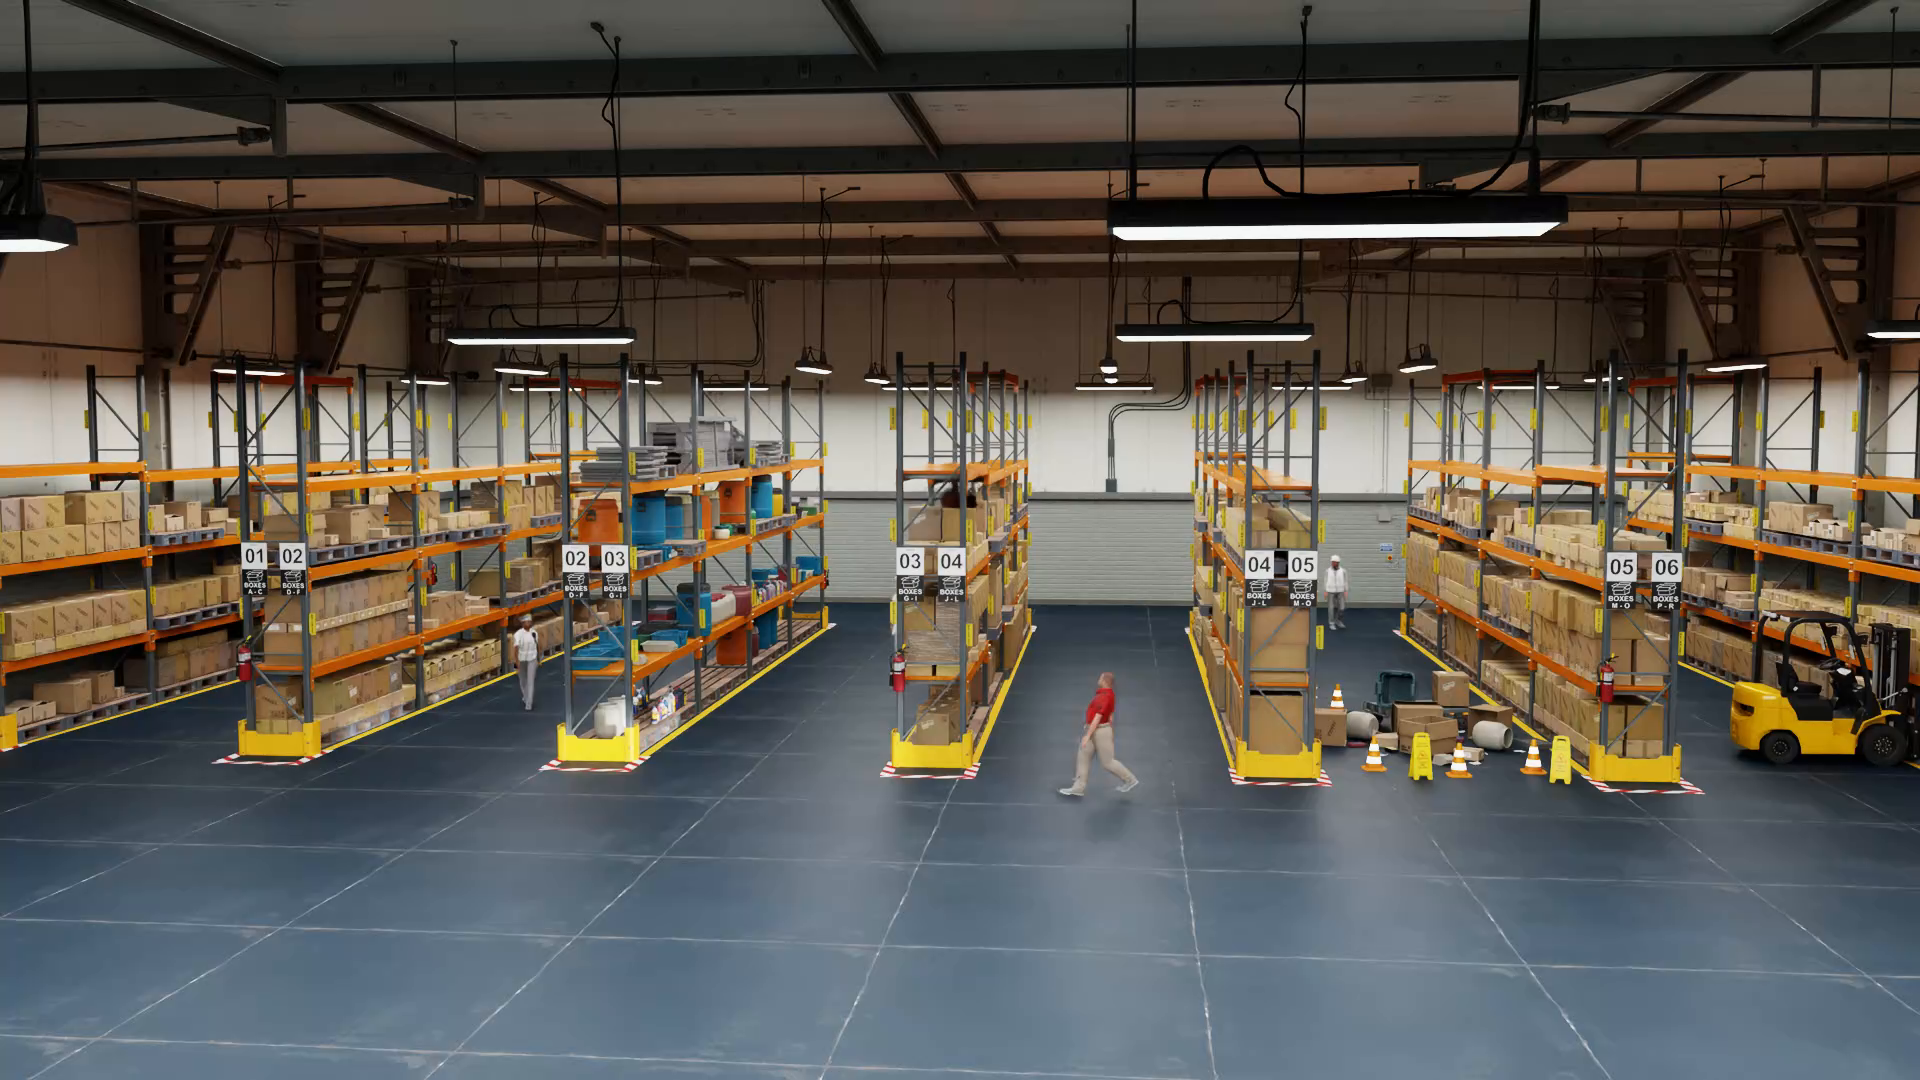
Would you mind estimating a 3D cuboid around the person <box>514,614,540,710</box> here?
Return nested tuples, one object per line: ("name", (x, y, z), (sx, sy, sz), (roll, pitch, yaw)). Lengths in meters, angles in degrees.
("person", (-7.588, 2.110, 29.153), (0.428, 1.648, 0.964), (0, 4, -2))

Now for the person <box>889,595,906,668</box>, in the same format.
("person", (-1.125, 1.709, 33.731), (0.660, 1.716, 1.104), (0, 4, 3))

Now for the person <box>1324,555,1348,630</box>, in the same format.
("person", (9.083, 1.262, 40.154), (0.560, 1.779, 0.429), (0, 4, 5))

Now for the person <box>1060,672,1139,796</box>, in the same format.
("person", (1.860, 2.592, 22.151), (0.974, 1.670, 0.517), (-1, 4, -17))
